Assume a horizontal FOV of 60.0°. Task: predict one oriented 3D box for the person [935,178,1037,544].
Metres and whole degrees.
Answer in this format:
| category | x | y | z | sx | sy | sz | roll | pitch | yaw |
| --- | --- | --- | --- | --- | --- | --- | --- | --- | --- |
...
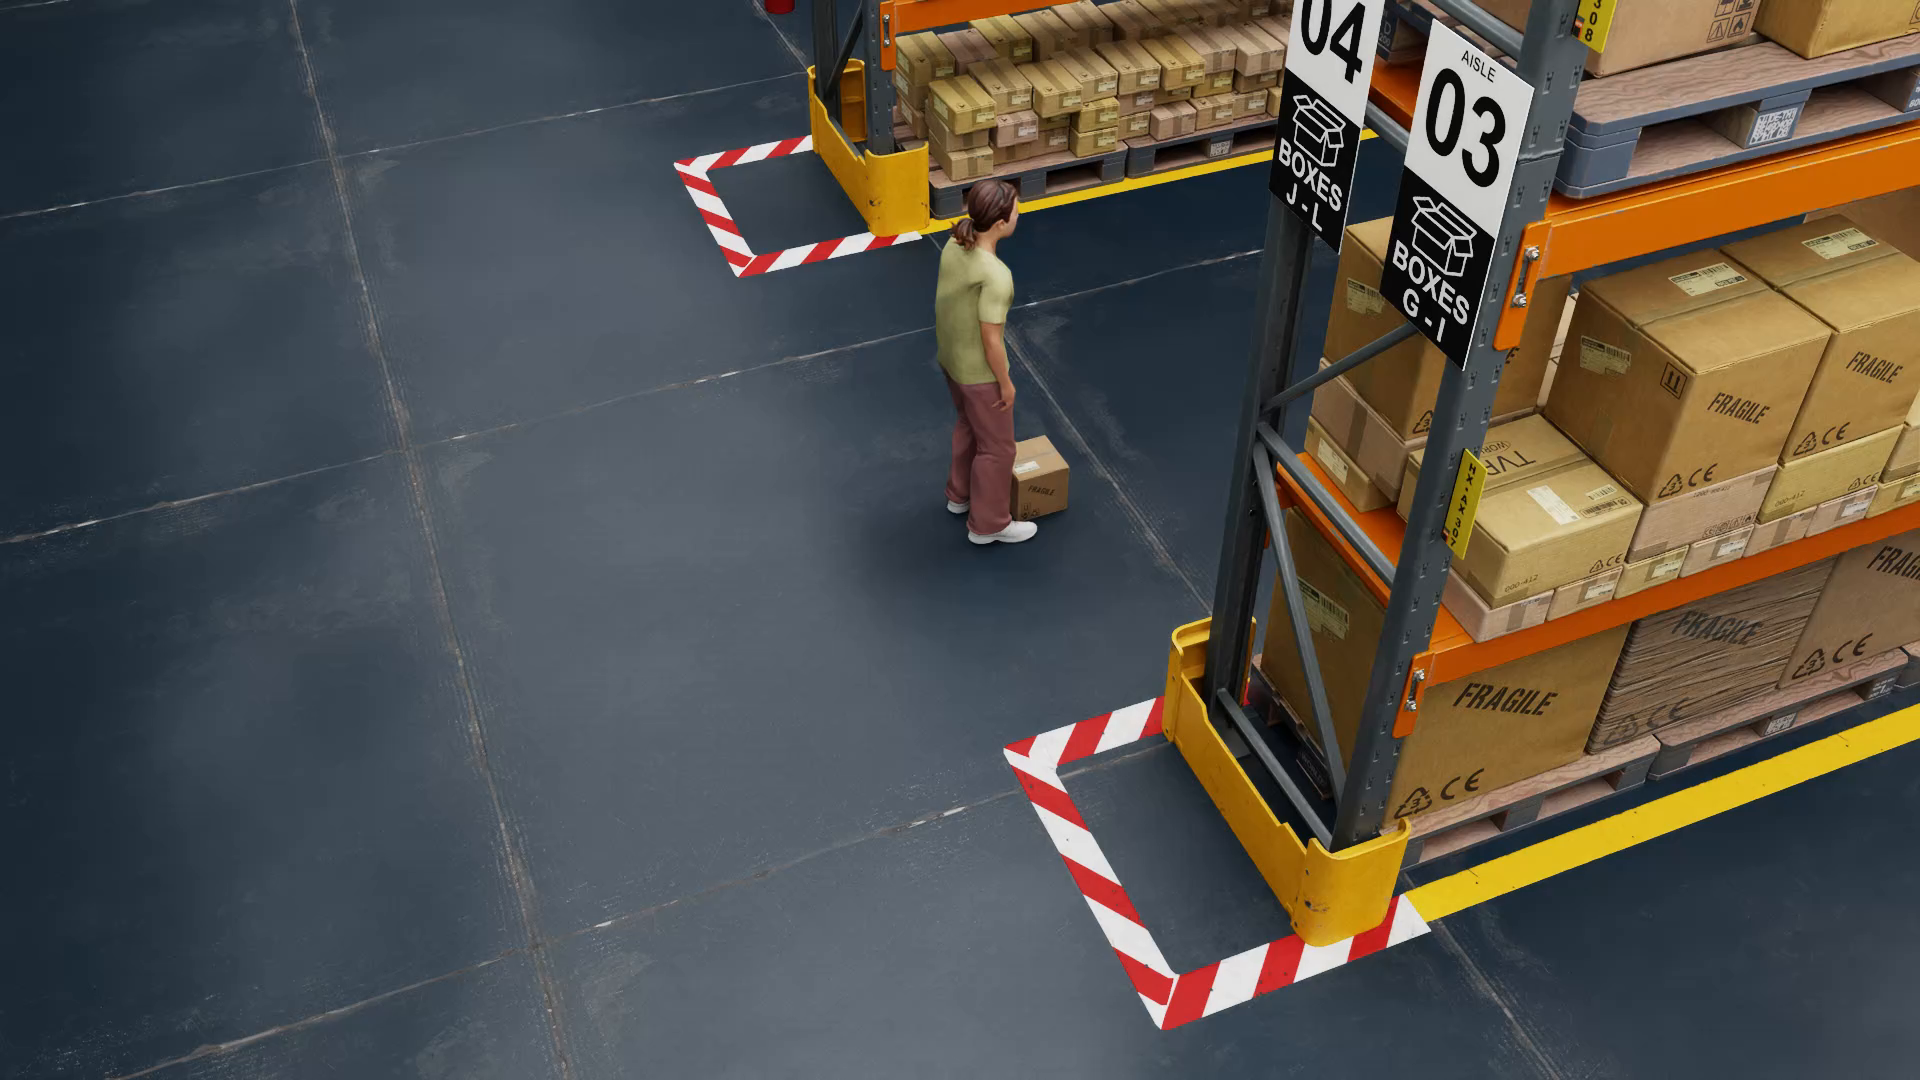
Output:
| category | x | y | z | sx | sy | sz | roll | pitch | yaw |
| --- | --- | --- | --- | --- | --- | --- | --- | --- | --- |
| person | 0.094 | -0.741 | 6.987 | 0.362 | 1.671 | 0.519 | -18 | 45 | -19 |
